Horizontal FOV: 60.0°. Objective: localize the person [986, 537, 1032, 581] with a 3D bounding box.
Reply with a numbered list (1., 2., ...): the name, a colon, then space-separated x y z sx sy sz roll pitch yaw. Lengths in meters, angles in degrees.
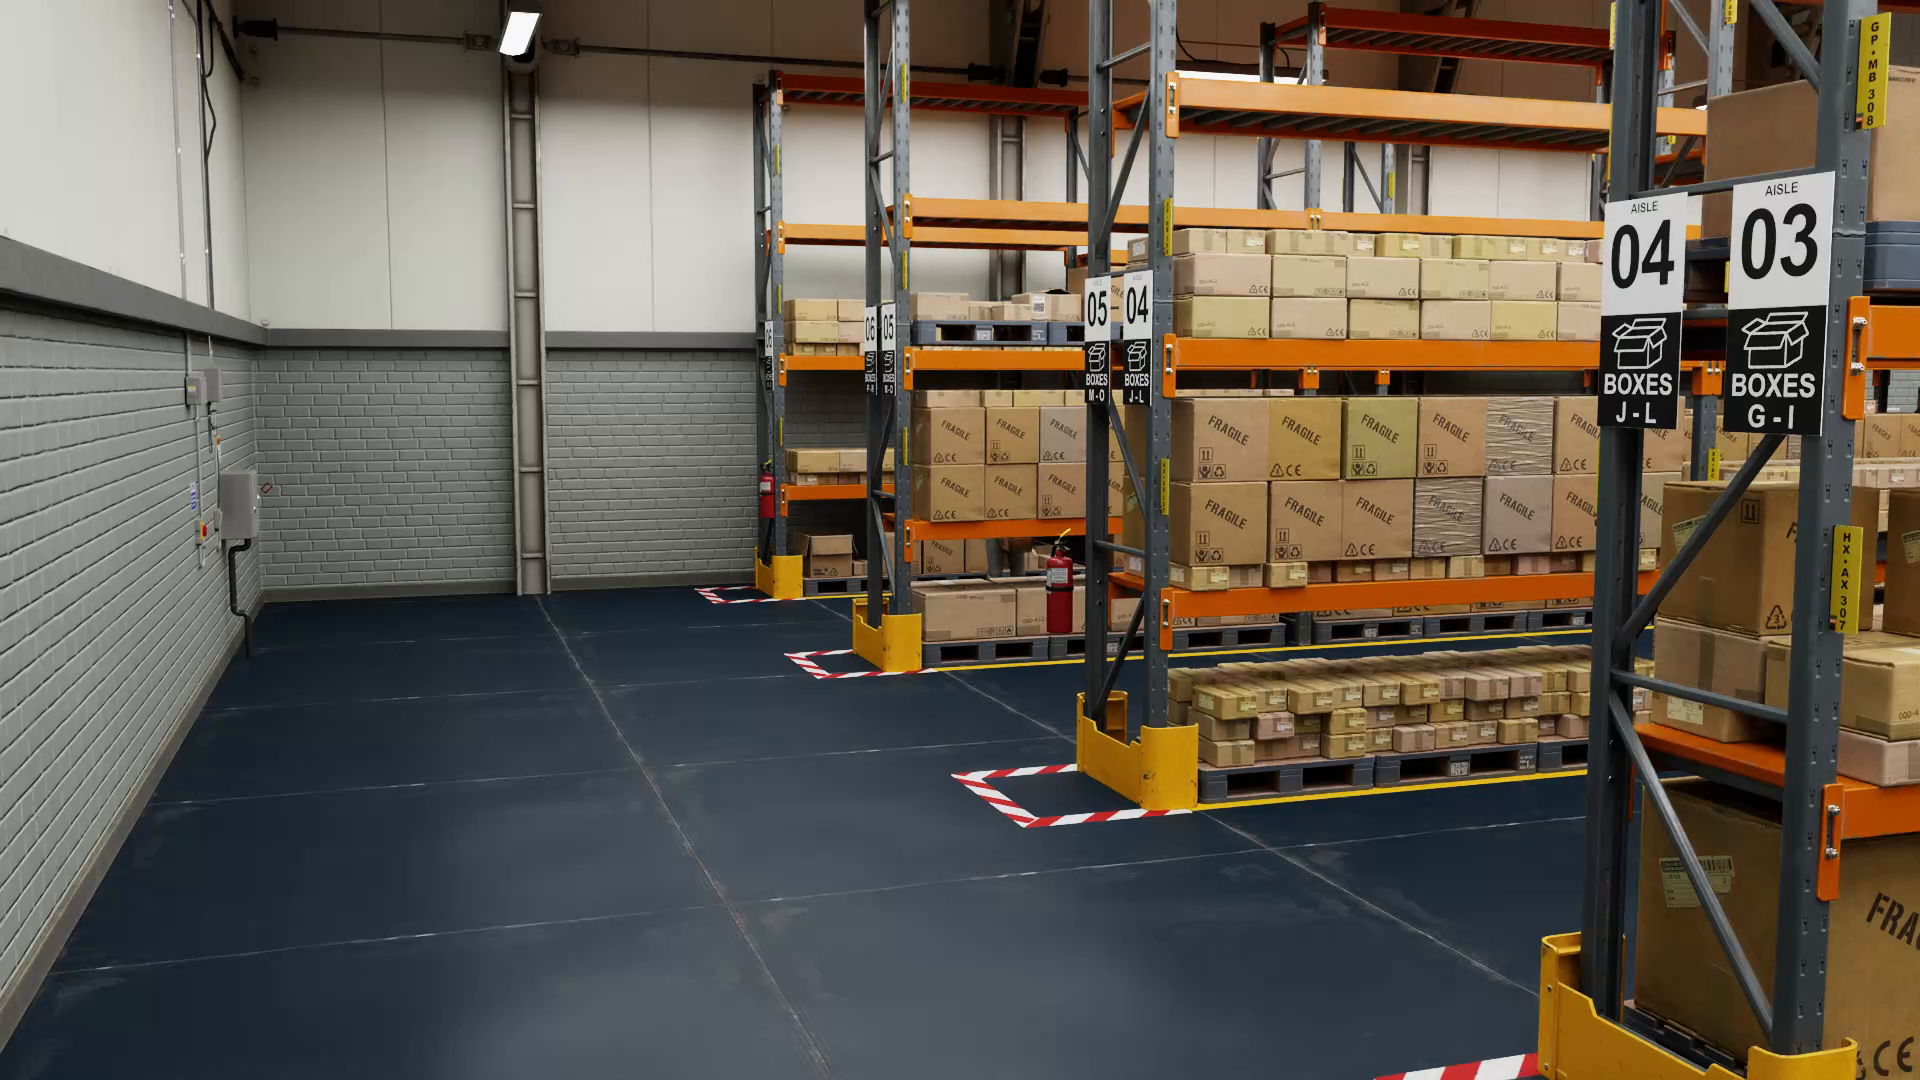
1. person: 0.492 -0.037 17.556 0.563 1.772 0.439 -2 6 -20
